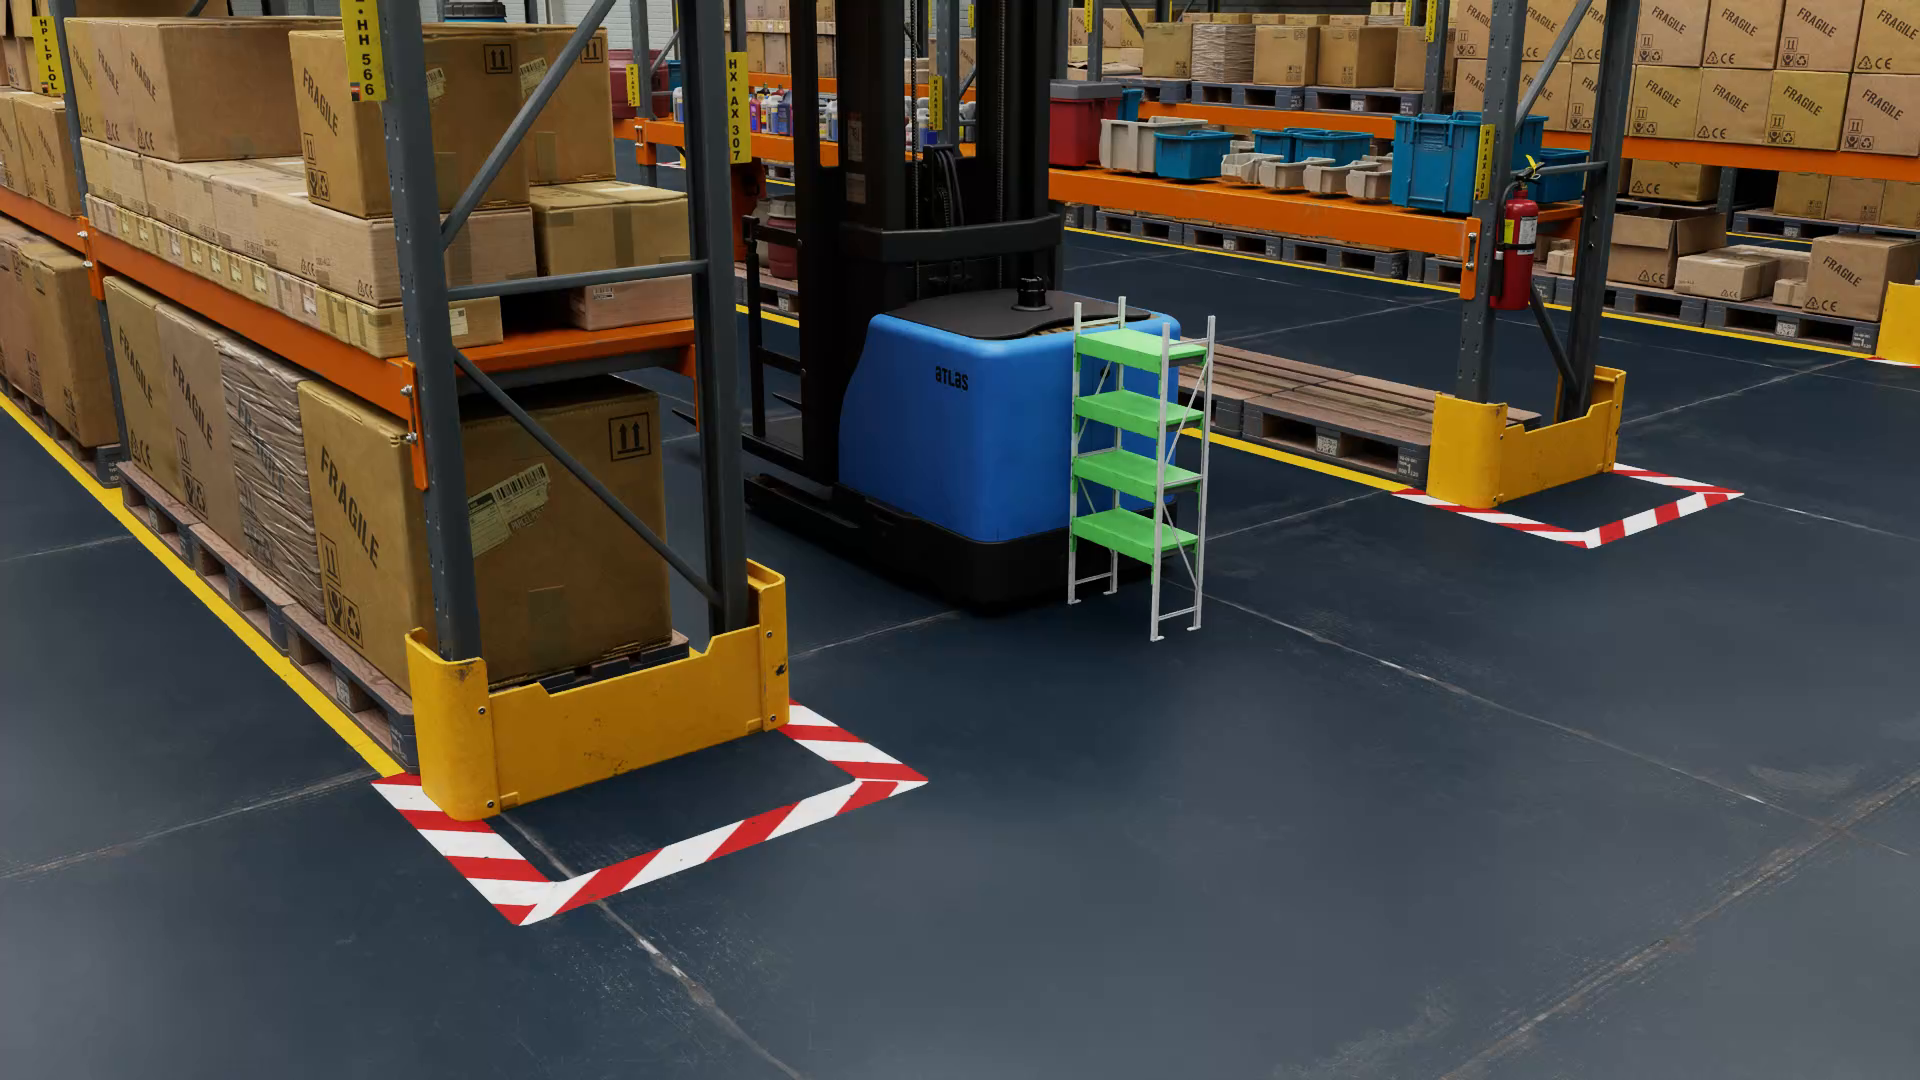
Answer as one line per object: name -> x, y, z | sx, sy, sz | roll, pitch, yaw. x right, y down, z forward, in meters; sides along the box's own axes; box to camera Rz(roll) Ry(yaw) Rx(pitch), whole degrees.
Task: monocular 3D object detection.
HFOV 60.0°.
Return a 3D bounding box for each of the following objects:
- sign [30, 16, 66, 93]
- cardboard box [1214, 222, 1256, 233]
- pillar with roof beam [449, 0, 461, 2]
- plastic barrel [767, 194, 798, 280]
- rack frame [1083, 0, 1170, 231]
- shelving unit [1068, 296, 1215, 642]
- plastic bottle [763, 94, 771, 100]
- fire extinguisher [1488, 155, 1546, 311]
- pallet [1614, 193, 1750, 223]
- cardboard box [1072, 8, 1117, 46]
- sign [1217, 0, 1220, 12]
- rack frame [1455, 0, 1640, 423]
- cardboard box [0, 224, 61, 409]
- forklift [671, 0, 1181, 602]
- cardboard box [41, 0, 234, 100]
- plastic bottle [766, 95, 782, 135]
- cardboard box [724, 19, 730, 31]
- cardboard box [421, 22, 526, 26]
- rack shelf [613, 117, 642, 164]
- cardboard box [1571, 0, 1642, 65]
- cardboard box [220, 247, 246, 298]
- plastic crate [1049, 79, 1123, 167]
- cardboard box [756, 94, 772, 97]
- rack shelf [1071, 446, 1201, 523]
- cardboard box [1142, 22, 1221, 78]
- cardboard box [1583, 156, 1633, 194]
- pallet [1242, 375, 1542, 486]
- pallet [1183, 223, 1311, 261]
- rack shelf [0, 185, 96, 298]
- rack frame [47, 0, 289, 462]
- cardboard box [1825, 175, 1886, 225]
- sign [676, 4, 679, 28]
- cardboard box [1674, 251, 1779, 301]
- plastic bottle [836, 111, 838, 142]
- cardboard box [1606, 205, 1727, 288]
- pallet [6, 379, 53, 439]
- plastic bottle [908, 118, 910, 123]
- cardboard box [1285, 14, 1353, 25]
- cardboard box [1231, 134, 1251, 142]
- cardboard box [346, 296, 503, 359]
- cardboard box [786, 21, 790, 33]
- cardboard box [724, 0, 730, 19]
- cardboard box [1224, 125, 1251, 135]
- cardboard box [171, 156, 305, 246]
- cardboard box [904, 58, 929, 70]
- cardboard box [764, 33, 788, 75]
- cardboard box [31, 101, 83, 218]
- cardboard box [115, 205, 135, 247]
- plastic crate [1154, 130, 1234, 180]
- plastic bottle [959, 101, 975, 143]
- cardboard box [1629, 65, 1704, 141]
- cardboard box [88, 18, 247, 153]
sign -> -4.023, -2.142, 7.343 | 0.100, 0.325, 0.005 | -14, 23, -36
cardboard box -> 2.704, -3.130, 15.321 | 0.500, 0.500, 0.500 | -15, 23, -38
pillar with roof beam -> -16.569, -15.513, 39.897 | 9.100, 9.000, 0.400 | -14, 23, -36
plastic barrel -> -1.187, -2.349, 12.854 | 0.600, 0.588, 0.708 | -14, 23, -36
rack frame -> 1.680, -4.656, 16.652 | 1.000, 3.000, 0.127 | -14, 23, -36
shelving unit -> 0.673, -0.276, 6.286 | 0.258, 1.200, 0.503 | -13, 22, -34
plastic bottle -> -1.562, -3.548, 13.621 | 0.097, 0.201, 0.097 | 0, 18, 0
fire extinguisher -> 2.500, -1.379, 7.473 | 0.296, 0.674, 0.183 | -14, 23, -36
pallet -> 7.507, -3.490, 17.566 | 1.003, 0.211, 1.213 | -14, 23, -36
cardboard box -> 1.923, -7.208, 23.373 | 0.500, 0.500, 0.500 | -15, 23, -38
sign -> 3.510, -7.268, 22.699 | 0.100, 0.325, 0.005 | -14, 23, -36
rack frame -> 2.762, -1.719, 7.782 | 1.000, 3.000, 0.127 | -14, 23, -36
cardboard box -> -4.573, -1.303, 9.236 | 1.225, 0.875, 0.875 | -15, 23, -38
forklift -> -0.368, -1.552, 7.385 | 1.130, 2.935, 3.031 | -13, 22, -34
cardboard box -> -4.007, -2.418, 8.137 | 0.797, 0.503, 0.637 | -15, 23, -38
plastic bottle -> -1.329, -3.120, 12.210 | 0.152, 0.276, 0.135 | -14, 23, -36
cardboard box -> -2.892, -6.718, 21.688 | 0.380, 0.149, 0.250 | -14, 23, -36
cardboard box -> -1.844, -1.599, 5.992 | 0.500, 0.500, 0.500 | -15, 23, -38
rack shelf -> -3.447, -3.842, 15.337 | 1.077, 0.370, 4.000 | -14, 23, -36
cardboard box -> 4.875, -3.768, 12.220 | 0.500, 0.500, 0.500 | -15, 23, -38
cardboard box -> -2.396, -0.972, 5.925 | 0.380, 0.149, 0.250 | -14, 23, -36
plastic crate -> 0.636, -2.495, 9.927 | 0.402, 0.464, 0.583 | -14, 23, -36
cardboard box -> -2.721, -5.803, 22.630 | 0.500, 0.500, 0.500 | -14, 23, -36
rack shelf -> 0.673, -0.215, 6.306 | 0.258, 0.148, 0.480 | -13, 22, -34
cardboard box -> 2.160, -4.770, 16.168 | 0.500, 0.500, 0.700 | 11, 21, 30
cardboard box -> 6.985, -4.170, 17.937 | 0.750, 0.750, 0.750 | -13, 22, -34
pallet -> 2.281, -0.606, 8.857 | 1.003, 0.211, 1.213 | -14, 23, -36
pallet -> 2.868, -2.841, 15.606 | 1.003, 0.211, 1.213 | -14, 23, -36
rack shelf -> -4.846, -1.889, 9.441 | 1.077, 0.370, 4.000 | -14, 23, -36
rack frame -> -3.604, -1.738, 7.840 | 1.000, 3.000, 0.127 | -14, 23, -36
cardboard box -> 8.738, -3.322, 15.932 | 0.700, 0.500, 0.500 | -14, 23, -37
sign -> -3.726, -6.969, 22.134 | 0.100, 0.325, 0.005 | -14, 23, -36
cardboard box -> 5.550, -1.914, 12.046 | 0.500, 0.250, 0.500 | -14, 23, -36
plastic bottle -> -0.759, -2.894, 11.528 | 0.152, 0.276, 0.135 | -14, 23, -36
cardboard box -> 5.334, -2.232, 12.604 | 0.797, 0.503, 0.637 | -14, 23, -36
pallet -> -4.904, -0.891, 9.716 | 1.003, 0.211, 1.213 | -14, 23, -36
plastic bottle -> -0.348, -2.712, 11.098 | 0.097, 0.201, 0.097 | 0, 18, 0
cardboard box -> 4.470, -6.297, 20.748 | 0.700, 0.500, 0.500 | -14, 23, -36
cardboard box -> 2.483, -3.837, 16.261 | 0.500, 0.250, 0.500 | -13, 22, -34
cardboard box -> -1.600, -0.657, 4.973 | 0.380, 0.149, 0.250 | -13, 23, -35
cardboard box -> -1.927, -6.336, 20.533 | 0.380, 0.149, 0.250 | -13, 22, -35
cardboard box -> -2.643, -7.032, 21.603 | 0.700, 0.500, 0.500 | -15, 23, -38
cardboard box -> 3.908, -5.336, 21.982 | 0.700, 0.500, 0.500 | -15, 23, -37
cardboard box -> -2.587, -1.268, 6.186 | 0.500, 0.250, 0.500 | -14, 23, -36
cardboard box -> -0.463, -5.458, 19.312 | 0.500, 0.250, 0.500 | -12, 22, -33
cardboard box -> -2.044, -6.177, 21.085 | 0.700, 0.500, 0.500 | -13, 22, -35
cardboard box -> -4.108, -1.847, 8.011 | 0.500, 0.500, 0.500 | -14, 23, -36
cardboard box -> -3.354, -1.351, 7.072 | 0.380, 0.149, 0.250 | -13, 22, -34
plastic crate -> 1.286, -2.124, 9.176 | 0.416, 0.233, 0.300 | -14, 23, -36
plastic bottle -> 0.063, -2.924, 11.620 | 0.152, 0.276, 0.135 | -14, 23, -36
cardboard box -> 5.213, -3.165, 11.990 | 0.500, 0.500, 0.500 | -14, 23, -37
cardboard box -> -3.207, -1.873, 6.820 | 0.500, 0.500, 0.500 | -14, 23, -36
